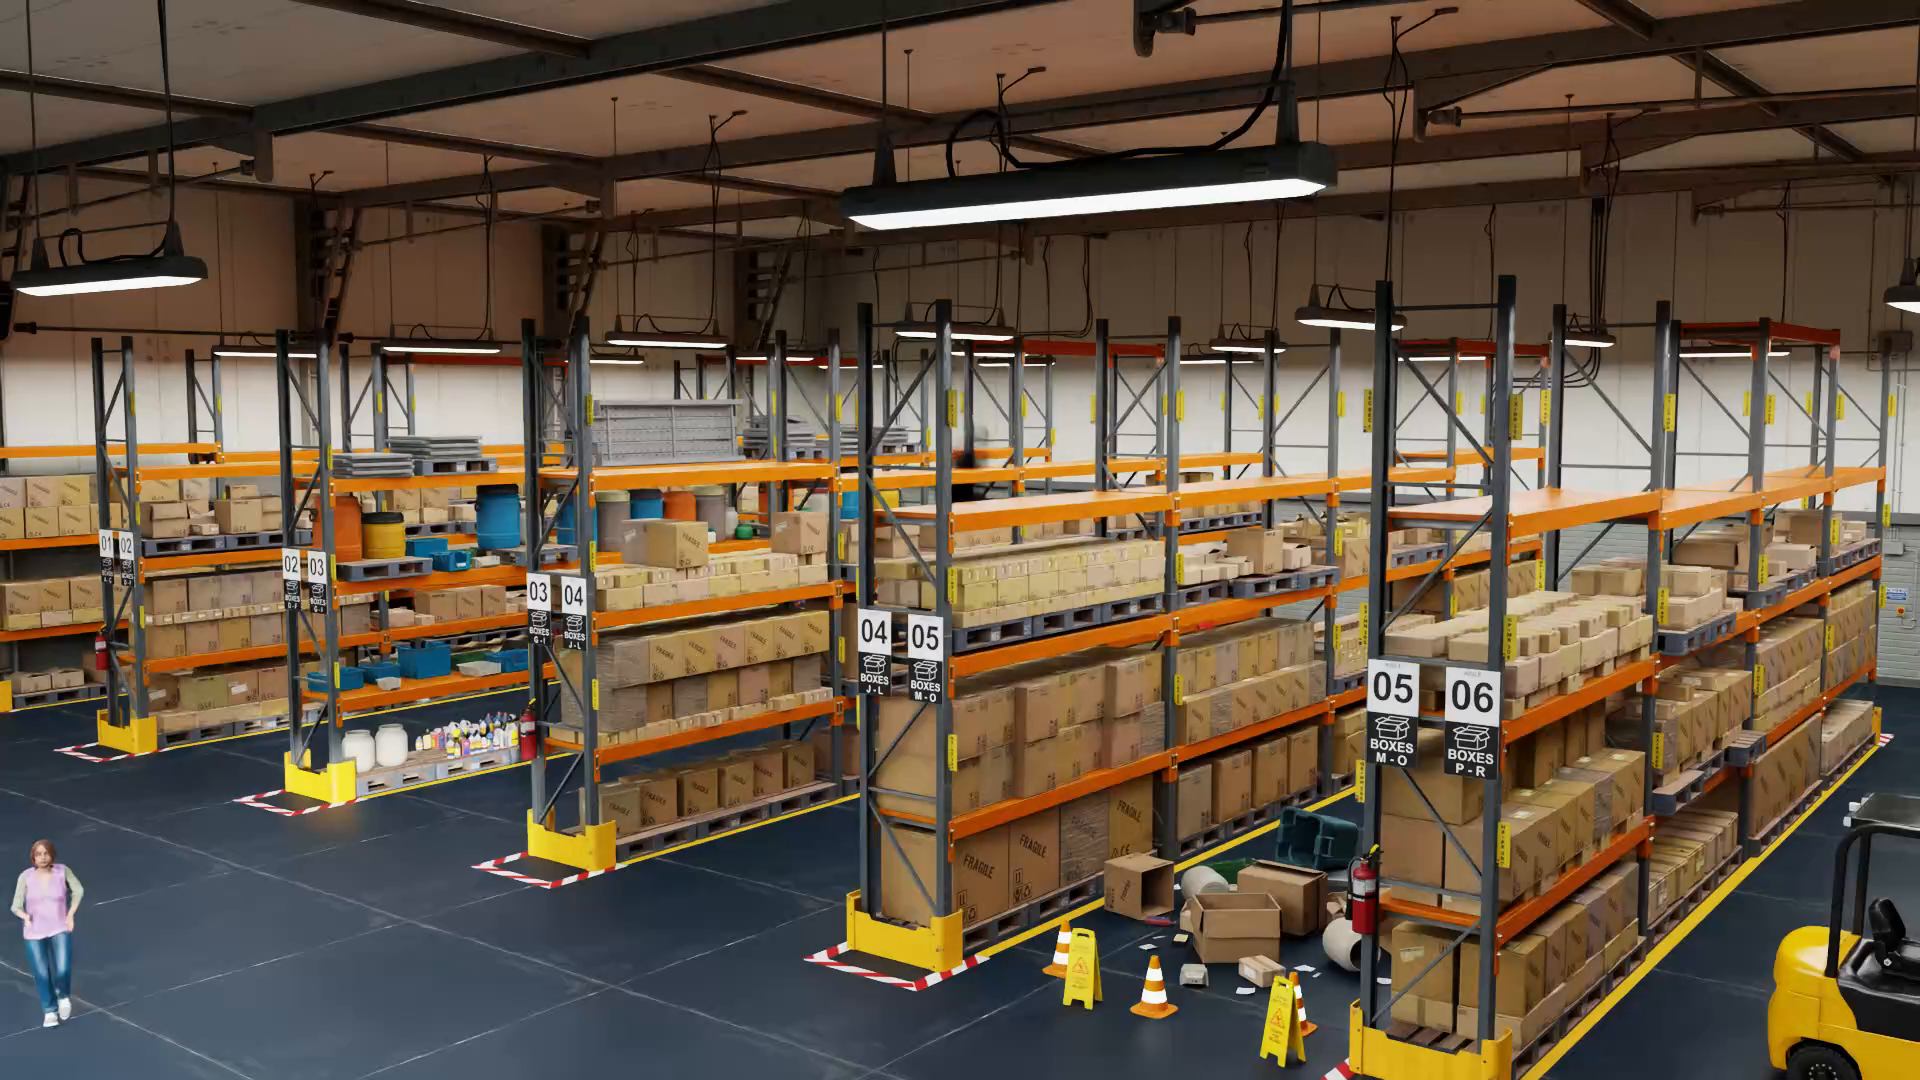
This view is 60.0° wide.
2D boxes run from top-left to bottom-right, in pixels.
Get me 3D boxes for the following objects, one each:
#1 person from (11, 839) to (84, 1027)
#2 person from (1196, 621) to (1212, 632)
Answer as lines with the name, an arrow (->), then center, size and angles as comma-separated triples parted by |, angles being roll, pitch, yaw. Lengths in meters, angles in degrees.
person -> -7.395, 3.210, 13.490 | 0.518, 1.555, 0.548 | -2, 6, -26
person -> 3.396, 1.997, 23.057 | 0.669, 1.757, 0.848 | 4, 6, 35
